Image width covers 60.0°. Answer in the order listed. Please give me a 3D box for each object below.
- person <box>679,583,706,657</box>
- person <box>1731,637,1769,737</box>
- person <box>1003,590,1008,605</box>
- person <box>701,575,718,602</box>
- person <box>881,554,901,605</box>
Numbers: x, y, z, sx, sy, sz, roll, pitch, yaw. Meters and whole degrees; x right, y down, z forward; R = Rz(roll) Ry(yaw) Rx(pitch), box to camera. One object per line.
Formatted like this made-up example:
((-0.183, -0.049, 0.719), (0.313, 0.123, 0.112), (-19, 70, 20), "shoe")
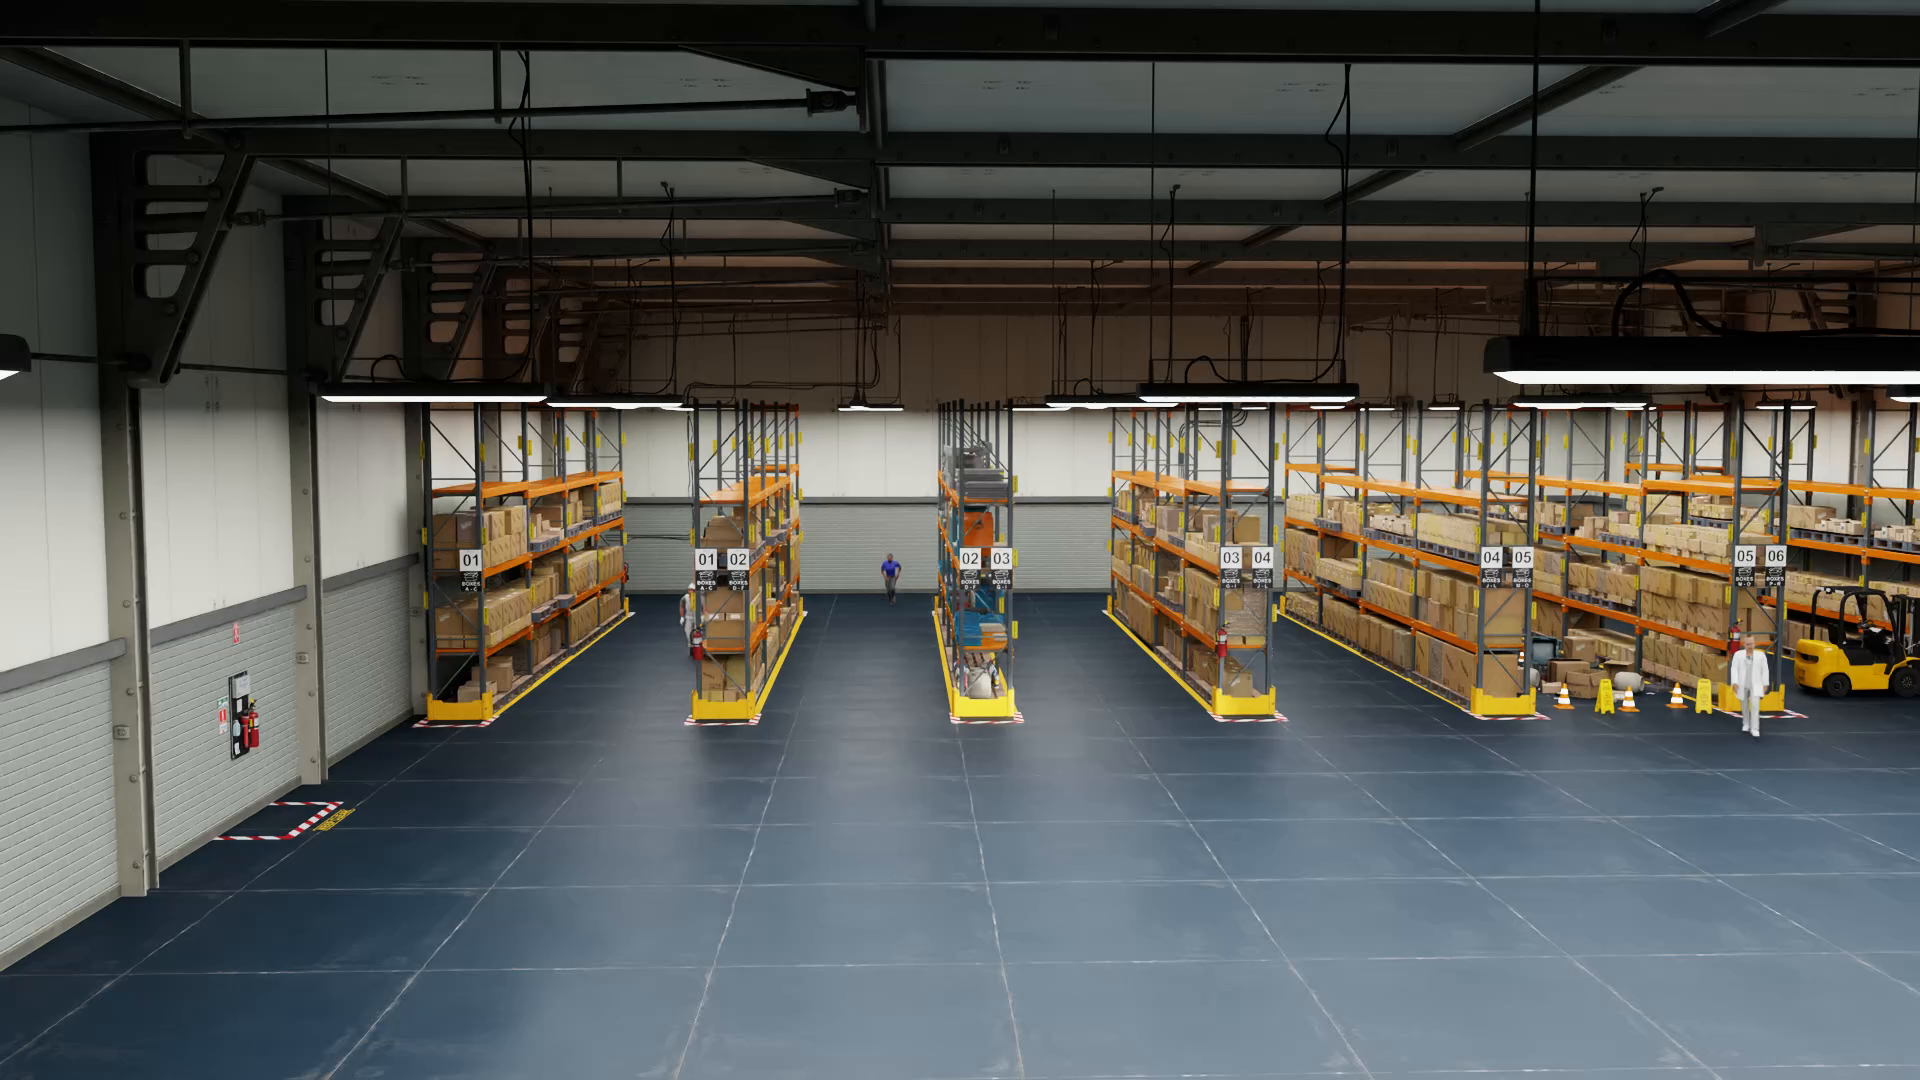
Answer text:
((-6.312, 1.874, 39.321), (0.631, 1.749, 0.676), (-1, 4, -8), "person")
((14.017, 2.586, 29.542), (0.607, 1.734, 1.067), (3, 5, 33), "person")
((1.075, 1.461, 45.249), (0.495, 1.611, 1.016), (-1, 5, -17), "person")
((-7.499, 1.080, 49.858), (0.857, 1.687, 0.538), (3, 5, 36), "person")
((-2.052, 1.171, 49.711), (0.587, 1.567, 0.737), (1, 4, 7), "person")
